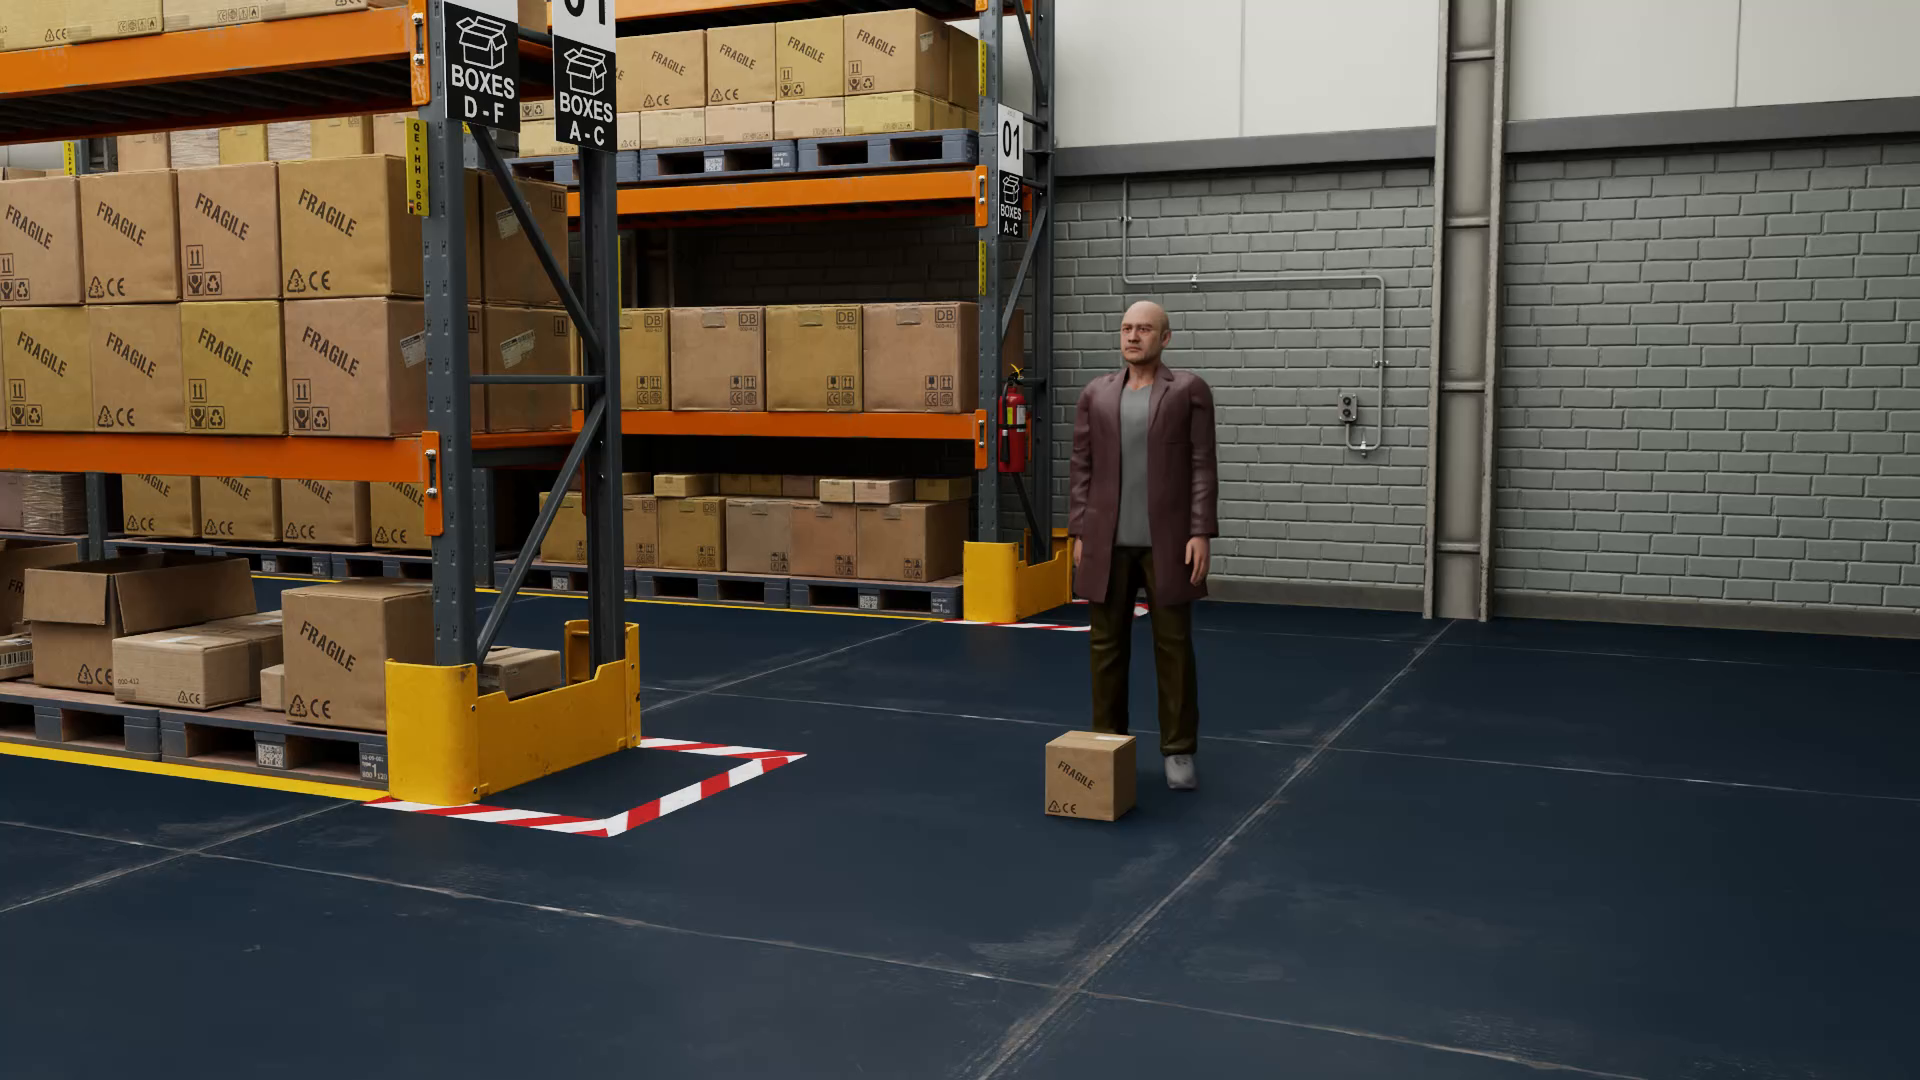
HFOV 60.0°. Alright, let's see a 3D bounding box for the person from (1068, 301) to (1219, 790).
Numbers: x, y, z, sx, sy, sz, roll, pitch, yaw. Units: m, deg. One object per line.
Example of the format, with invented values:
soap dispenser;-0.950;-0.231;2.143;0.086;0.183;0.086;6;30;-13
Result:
person;0.680;0.010;6.241;0.589;1.802;0.379;2;6;18
